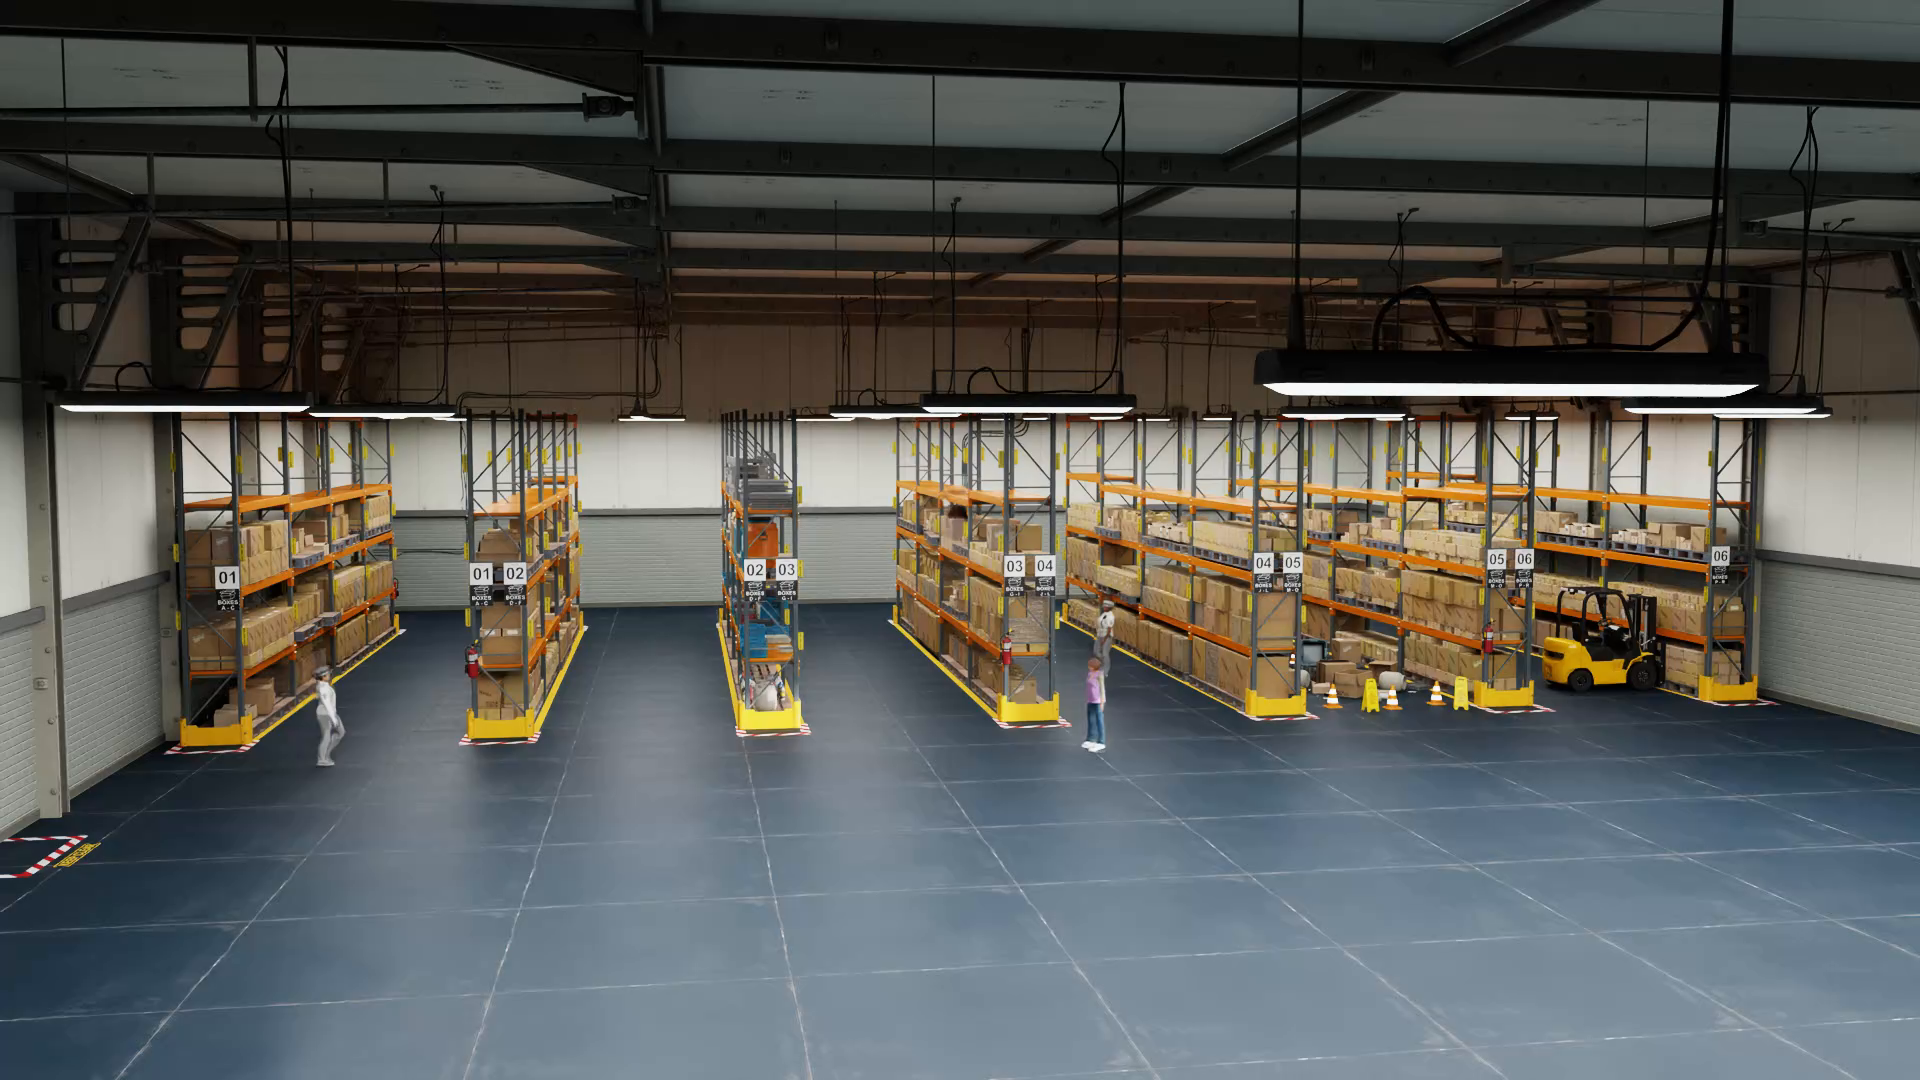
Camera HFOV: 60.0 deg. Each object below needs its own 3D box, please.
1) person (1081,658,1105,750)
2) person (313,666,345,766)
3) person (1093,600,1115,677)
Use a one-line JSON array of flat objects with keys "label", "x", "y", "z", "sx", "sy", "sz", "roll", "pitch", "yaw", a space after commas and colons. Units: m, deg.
[{"label": "person", "x": 2.352, "y": 2.874, "z": 29.298, "sx": 0.381, "sy": 1.600, "sz": 0.448, "roll": -3, "pitch": 5, "yaw": -36}, {"label": "person", "x": -10.545, "y": 2.936, "z": 27.730, "sx": 0.443, "sy": 1.672, "sz": 0.472, "roll": 0, "pitch": 4, "yaw": -2}, {"label": "person", "x": 3.132, "y": 2.157, "z": 36.308, "sx": 0.471, "sy": 1.693, "sz": 0.530, "roll": -2, "pitch": 5, "yaw": -29}]
